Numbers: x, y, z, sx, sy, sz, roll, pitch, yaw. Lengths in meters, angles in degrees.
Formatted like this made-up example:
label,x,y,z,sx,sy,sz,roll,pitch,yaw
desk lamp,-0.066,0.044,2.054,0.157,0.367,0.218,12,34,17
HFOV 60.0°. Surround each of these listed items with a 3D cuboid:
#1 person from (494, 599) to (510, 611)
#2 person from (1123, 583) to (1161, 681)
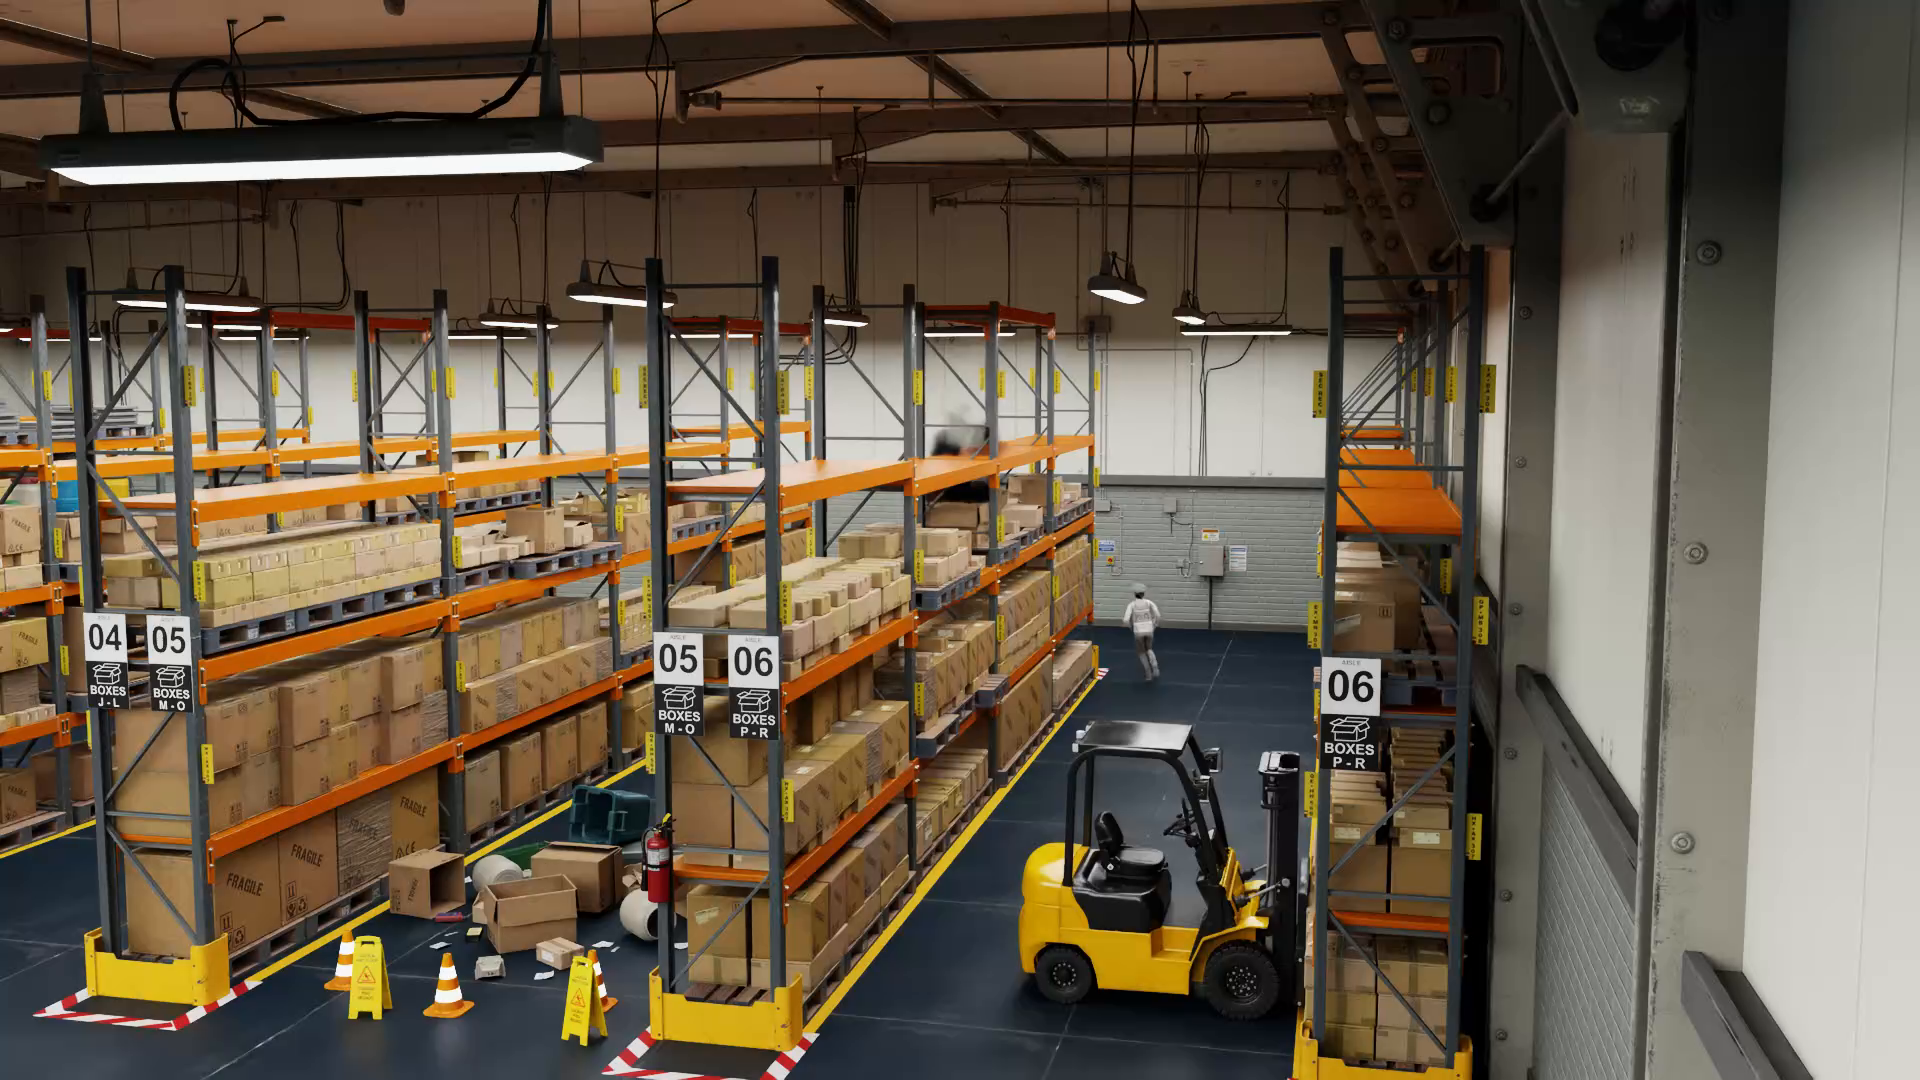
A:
label,x,y,z,sx,sy,sz,roll,pitch,yaw
person,-7.091,1.693,25.766,0.674,1.740,0.758,1,6,10
person,3.035,1.557,27.812,0.628,1.648,0.529,-1,6,-10
